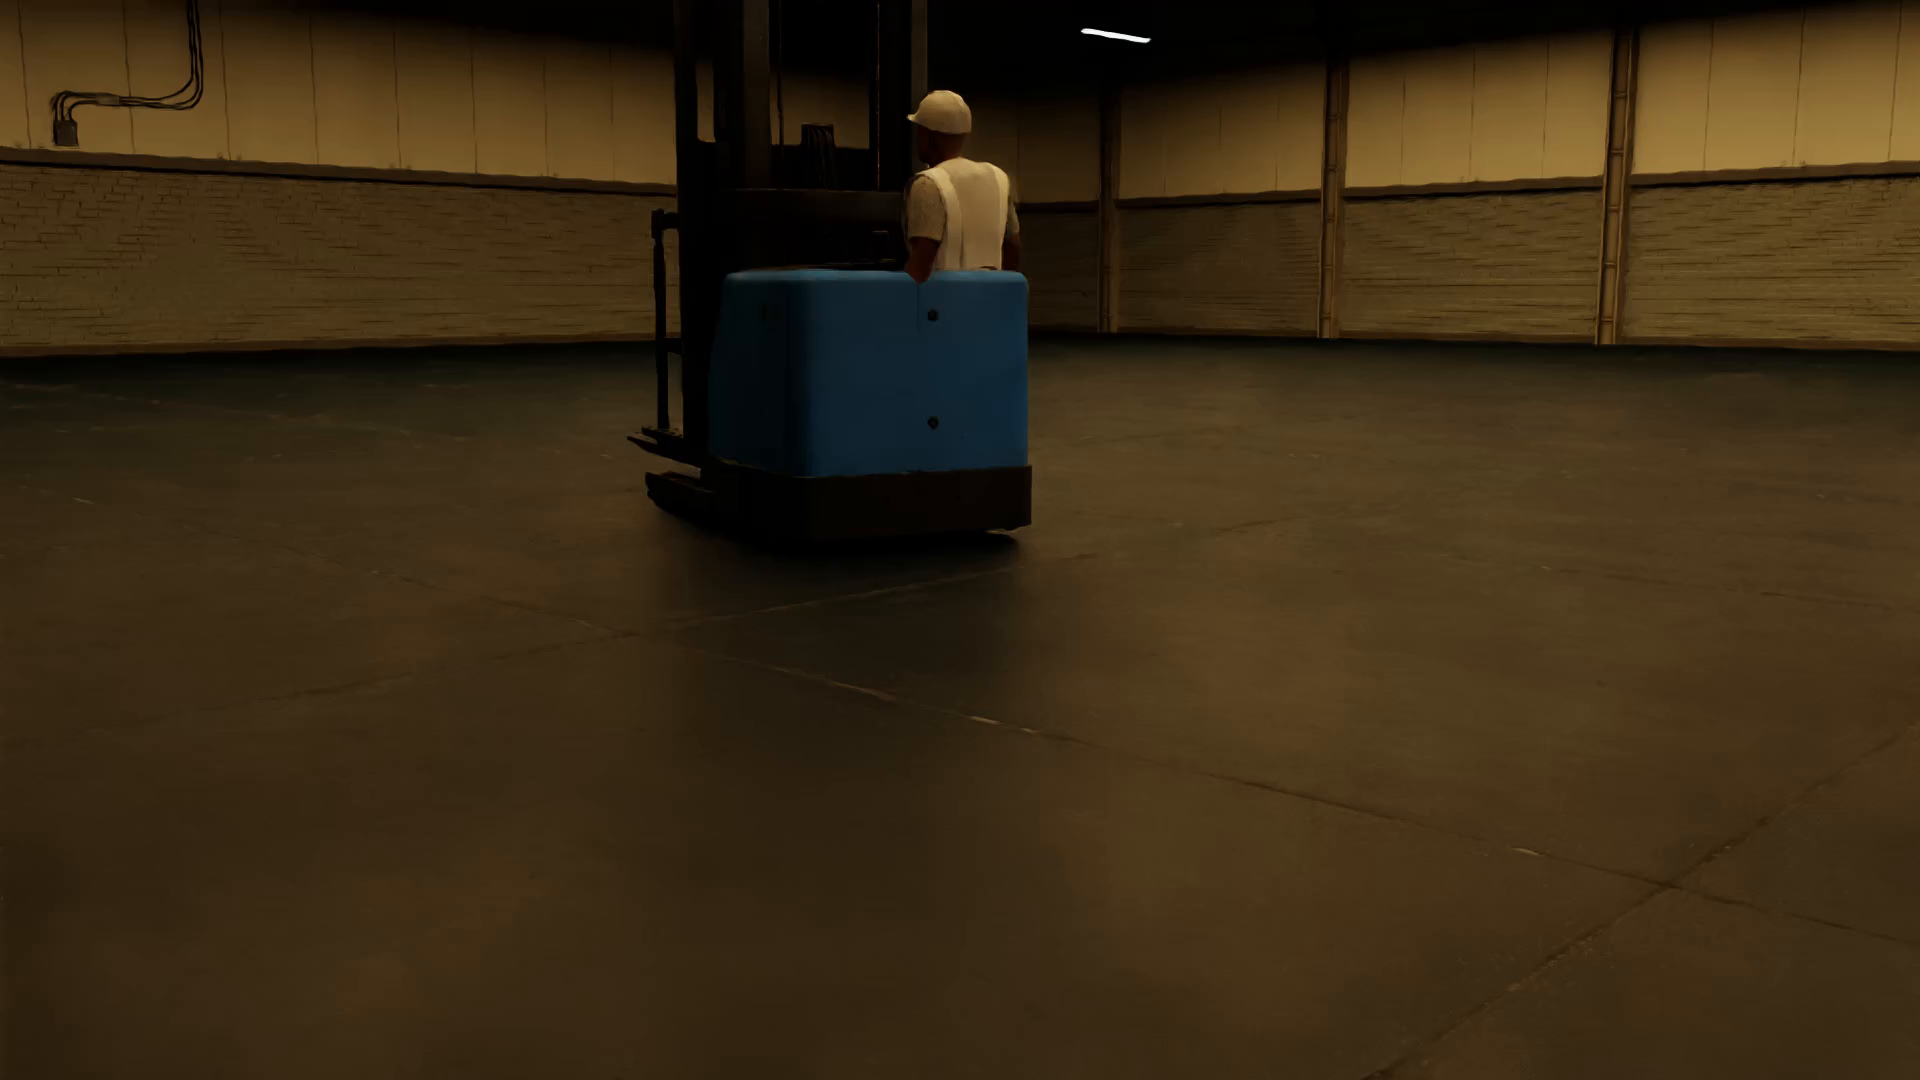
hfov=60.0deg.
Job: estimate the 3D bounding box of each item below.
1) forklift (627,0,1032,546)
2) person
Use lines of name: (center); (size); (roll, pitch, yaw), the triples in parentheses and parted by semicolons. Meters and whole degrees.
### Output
forklift: (-0.815, -1.605, 7.533); (1.130, 2.935, 3.031); (-4, 10, -26)
person: (-0.077, -0.876, 6.642); (0.489, 1.775, 0.709); (7, 11, 41)
